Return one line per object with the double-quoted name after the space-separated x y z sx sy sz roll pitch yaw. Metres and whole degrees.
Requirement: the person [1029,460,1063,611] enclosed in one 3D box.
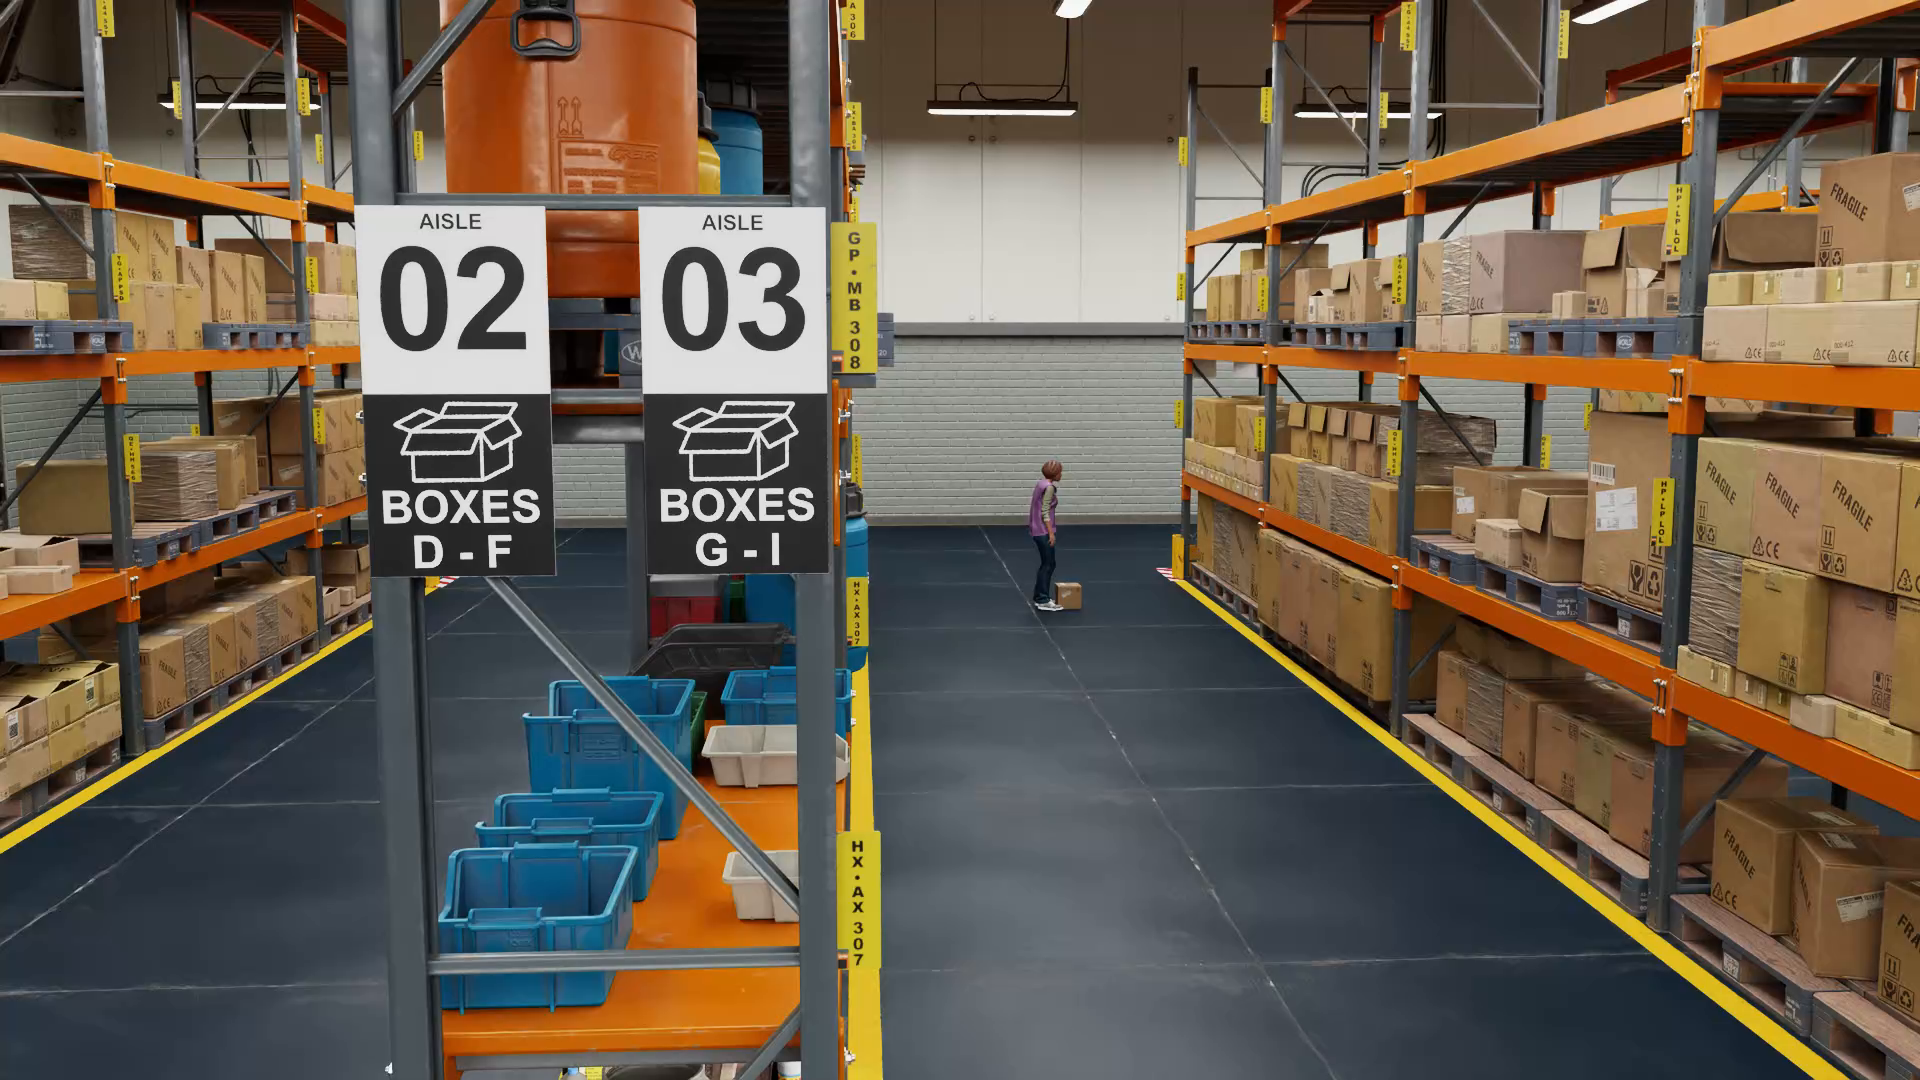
0.925 -0.059 17.784 0.350 1.591 0.469 -1 7 -4 "person"
